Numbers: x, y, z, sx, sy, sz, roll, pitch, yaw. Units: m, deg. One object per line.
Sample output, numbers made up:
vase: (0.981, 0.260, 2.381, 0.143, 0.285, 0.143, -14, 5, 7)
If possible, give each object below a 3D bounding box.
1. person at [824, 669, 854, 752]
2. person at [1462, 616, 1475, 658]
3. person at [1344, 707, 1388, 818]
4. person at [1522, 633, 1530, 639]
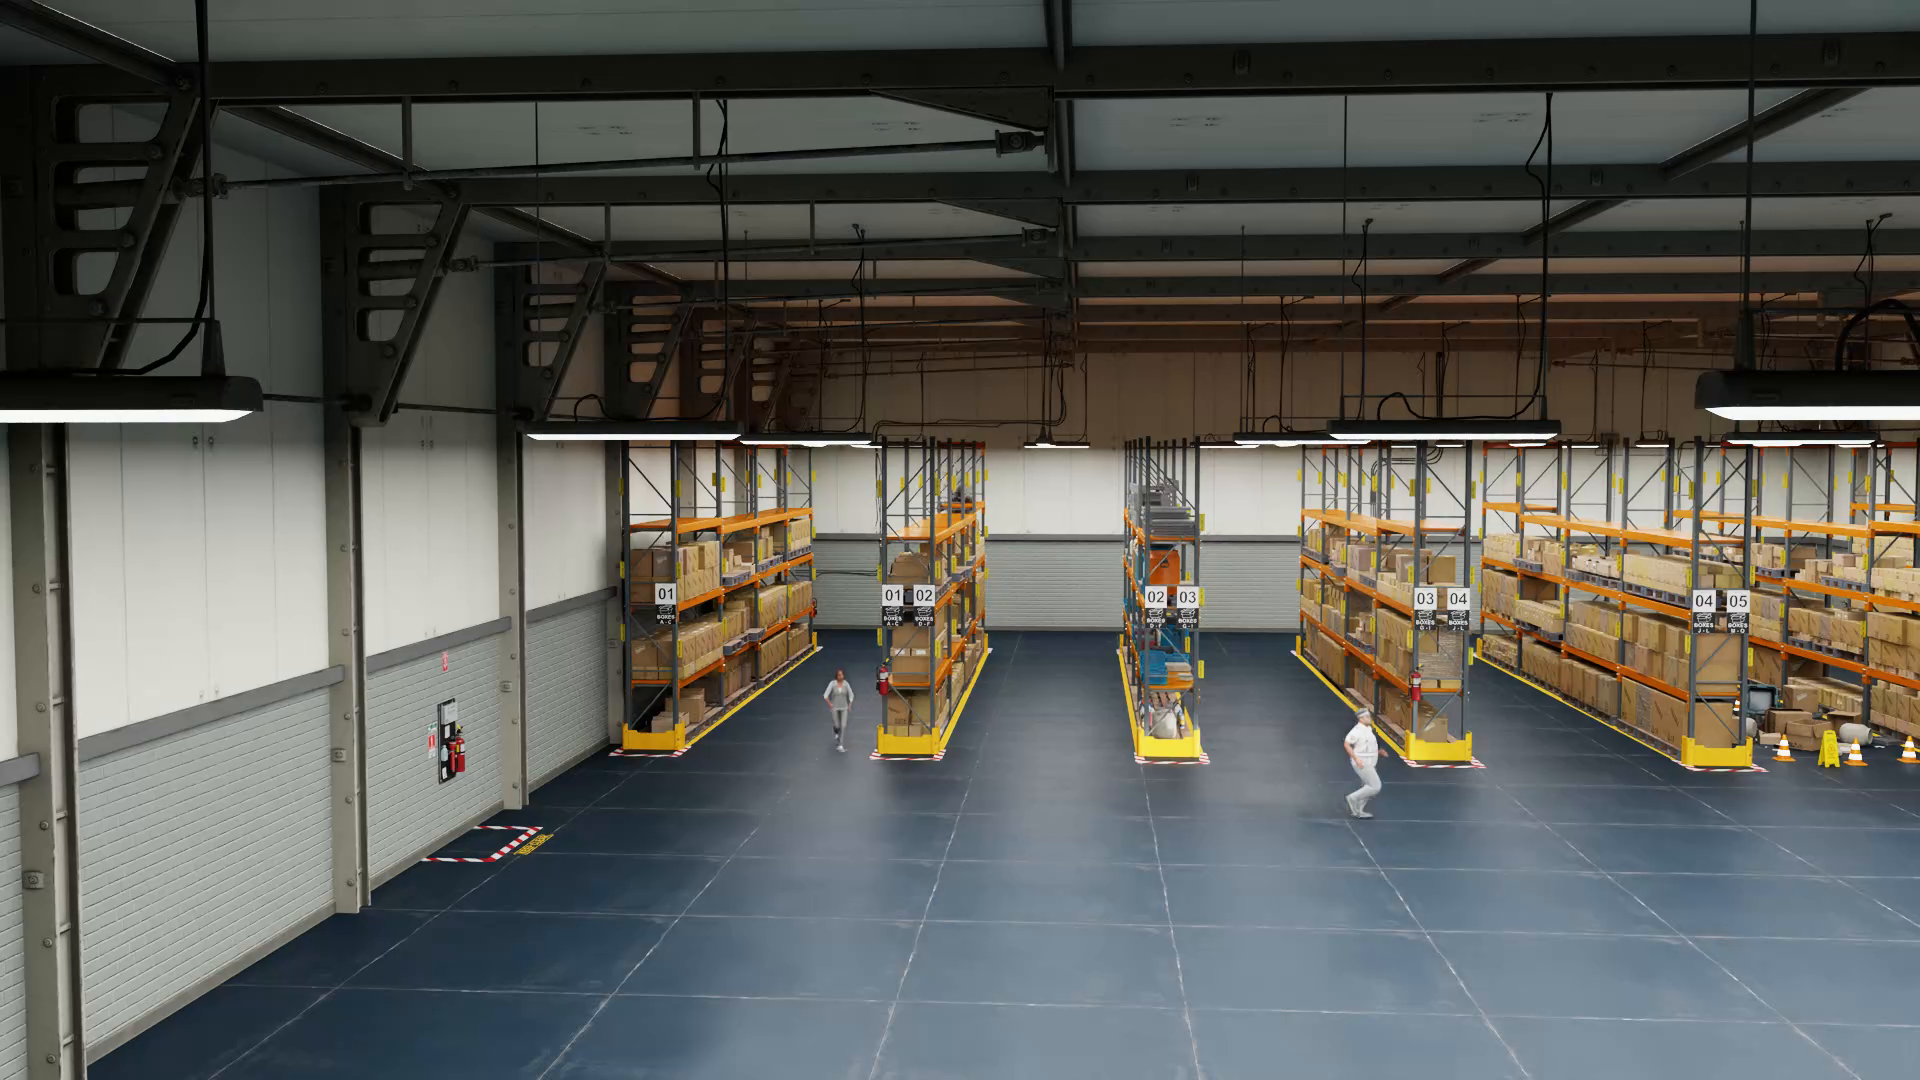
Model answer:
person: (-2.316, 3.251, 31.842, 0.573, 1.573, 0.509, 0, 3, -9)
person: (13.108, 2.539, 43.392, 0.650, 1.741, 0.604, 0, 3, 6)
person: (6.345, 3.463, 25.870, 0.590, 1.733, 0.664, 2, 4, 30)
person: (15.976, 2.333, 47.154, 0.706, 1.727, 0.599, -3, 4, -40)
